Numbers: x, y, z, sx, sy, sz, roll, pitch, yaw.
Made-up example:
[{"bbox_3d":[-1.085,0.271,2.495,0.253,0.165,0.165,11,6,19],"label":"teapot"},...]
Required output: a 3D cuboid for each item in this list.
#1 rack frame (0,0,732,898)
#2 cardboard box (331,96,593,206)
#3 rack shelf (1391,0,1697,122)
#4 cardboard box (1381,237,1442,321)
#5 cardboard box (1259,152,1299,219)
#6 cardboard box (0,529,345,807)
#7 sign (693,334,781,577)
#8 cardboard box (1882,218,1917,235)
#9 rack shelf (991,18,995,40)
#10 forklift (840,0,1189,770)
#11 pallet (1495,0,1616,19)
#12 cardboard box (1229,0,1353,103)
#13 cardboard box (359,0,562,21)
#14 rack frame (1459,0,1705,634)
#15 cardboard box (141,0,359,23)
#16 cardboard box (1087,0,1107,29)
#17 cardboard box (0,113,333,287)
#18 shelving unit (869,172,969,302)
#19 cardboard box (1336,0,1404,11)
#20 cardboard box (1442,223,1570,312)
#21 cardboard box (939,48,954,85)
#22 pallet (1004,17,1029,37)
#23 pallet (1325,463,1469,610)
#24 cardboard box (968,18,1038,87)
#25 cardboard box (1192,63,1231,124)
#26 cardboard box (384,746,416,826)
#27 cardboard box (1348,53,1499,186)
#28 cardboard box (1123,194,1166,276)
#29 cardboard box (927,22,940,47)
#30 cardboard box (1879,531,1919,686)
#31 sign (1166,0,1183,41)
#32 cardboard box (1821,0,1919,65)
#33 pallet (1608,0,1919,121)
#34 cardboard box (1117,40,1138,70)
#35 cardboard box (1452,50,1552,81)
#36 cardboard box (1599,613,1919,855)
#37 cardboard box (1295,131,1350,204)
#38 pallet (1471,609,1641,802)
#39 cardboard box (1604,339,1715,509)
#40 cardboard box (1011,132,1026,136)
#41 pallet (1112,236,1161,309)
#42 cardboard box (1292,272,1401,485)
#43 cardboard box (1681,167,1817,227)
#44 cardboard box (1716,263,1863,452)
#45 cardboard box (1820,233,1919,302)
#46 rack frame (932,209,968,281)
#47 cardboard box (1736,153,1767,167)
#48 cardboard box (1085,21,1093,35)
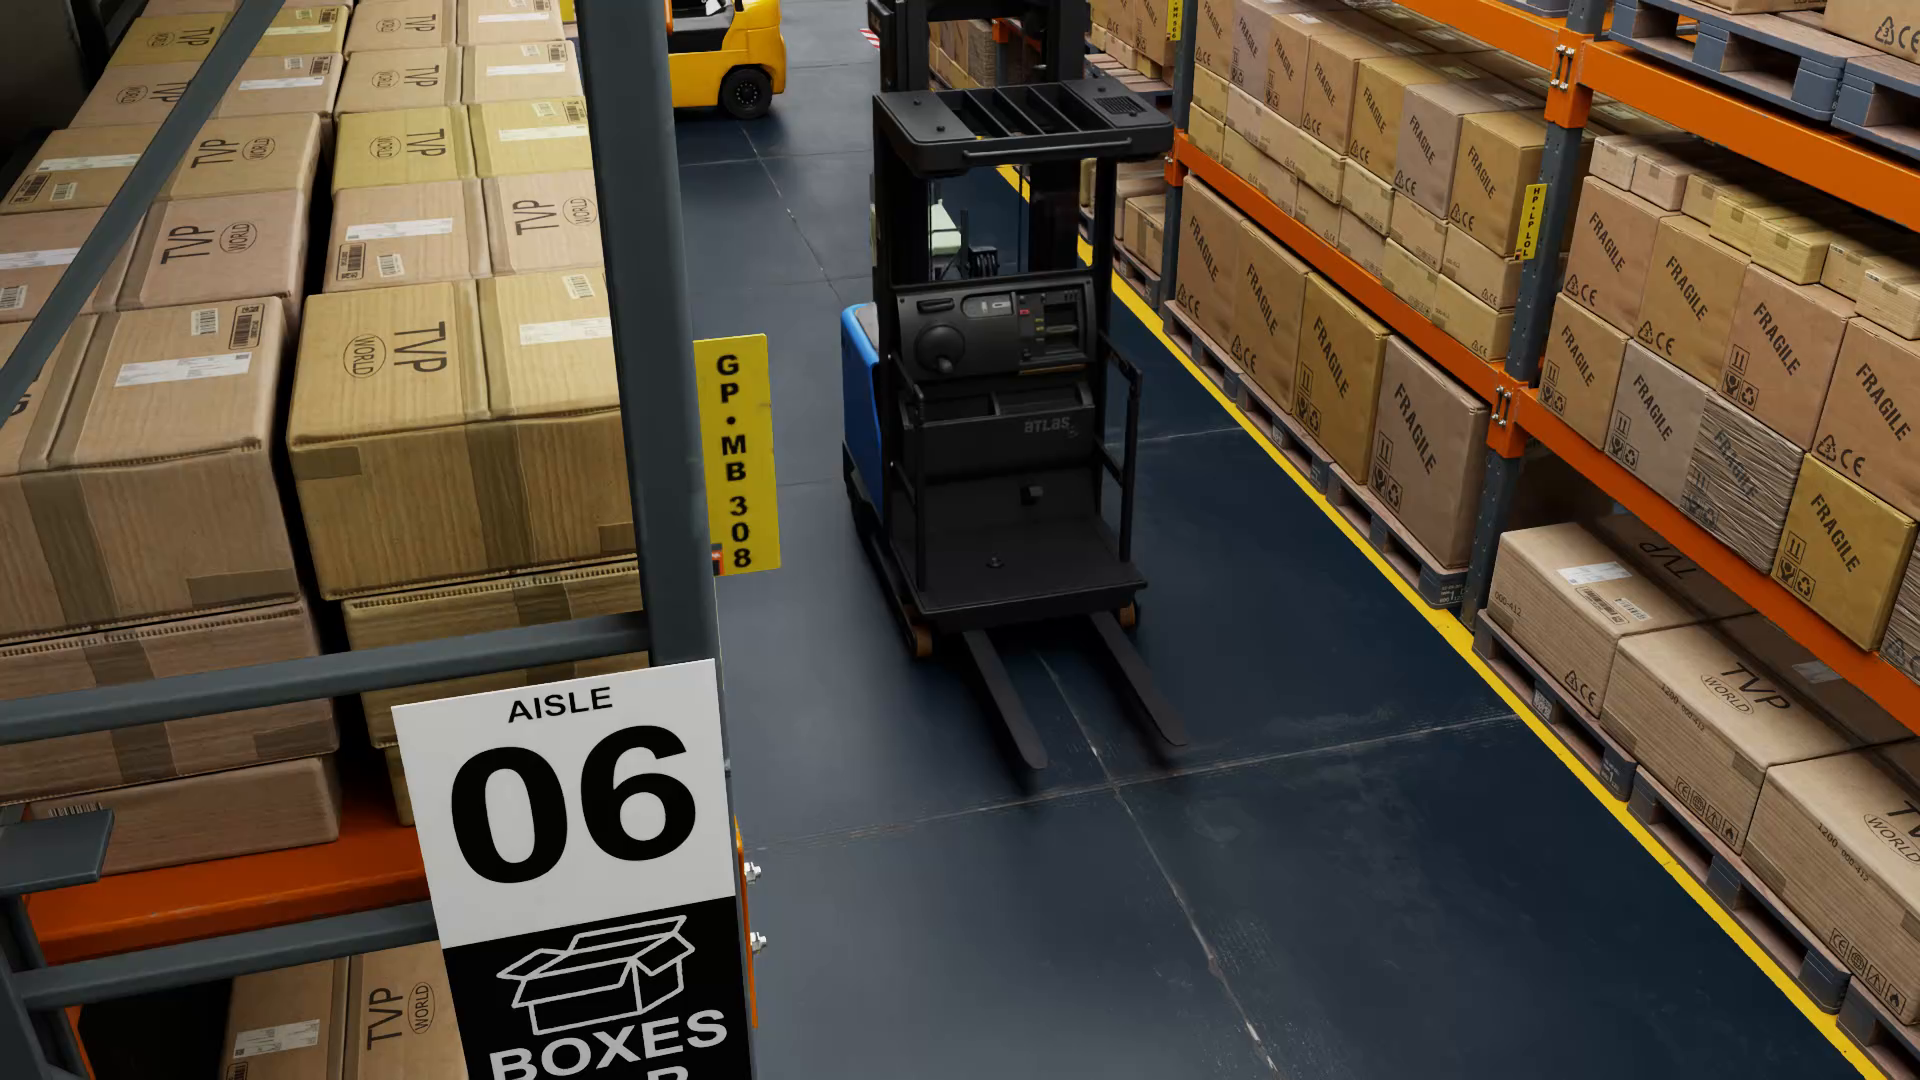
[{"bbox_3d":[-0.803,-0.947,1.403,1.000,3.000,0.127,-8,31,-13],"label":"rack frame"},{"bbox_3d":[-0.942,-0.665,3.265,0.500,0.250,0.500,-8,31,-14],"label":"cardboard box"},{"bbox_3d":[2.389,-2.897,8.484,1.077,0.370,4.000,-8,31,-13],"label":"rack shelf"},{"bbox_3d":[2.424,-1.308,8.166,0.500,0.250,0.500,-8,31,-14],"label":"cardboard box"},{"bbox_3d":[2.032,-2.042,9.432,0.500,0.250,0.500,-7,31,-12],"label":"cardboard box"},{"bbox_3d":[-1.184,0.109,2.426,0.500,0.250,0.500,-8,31,-14],"label":"cardboard box"},{"bbox_3d":[-0.280,-0.099,2.060,0.100,0.325,0.005,-8,31,-13],"label":"sign"},{"bbox_3d":[3.516,-1.095,5.902,0.380,0.149,0.250,-8,31,-14],"label":"cardboard box"},{"bbox_3d":[0.265,-5.463,15.911,1.077,0.370,4.000,-8,31,-13],"label":"rack shelf"},{"bbox_3d":[0.229,-0.926,7.424,1.130,2.935,3.031,-8,31,-13],"label":"forklift"},{"bbox_3d":[2.629,-2.596,7.437,0.805,0.209,1.217,-9,31,-15],"label":"pallet"},{"bbox_3d":[1.894,-2.843,9.570,0.500,0.500,0.500,-8,31,-13],"label":"cardboard box"},{"bbox_3d":[-1.356,-1.405,4.543,0.500,0.250,0.500,-8,31,-14],"label":"cardboard box"},{"bbox_3d":[2.920,-0.944,7.387,1.000,3.000,0.127,-8,31,-13],"label":"rack frame"},{"bbox_3d":[-1.855,-1.336,4.423,0.500,0.250,0.500,-9,31,-15],"label":"cardboard box"},{"bbox_3d":[1.186,-3.904,11.685,0.500,0.500,0.500,-10,32,-17],"label":"cardboard box"},{"bbox_3d":[-1.475,-0.605,3.161,0.500,0.250,0.500,-8,31,-13],"label":"cardboard box"},{"bbox_3d":[-0.232,-1.246,9.401,0.431,1.500,0.755,-6,30,-10],"label":"shelving unit"},{"bbox_3d":[2.392,-2.890,9.651,0.500,0.500,0.500,-7,31,-12],"label":"cardboard box"},{"bbox_3d":[2.568,-1.276,7.611,0.500,0.250,0.500,-8,31,-13],"label":"cardboard box"},{"bbox_3d":[0.099,-4.552,15.945,0.500,0.250,0.500,-7,31,-13],"label":"cardboard box"},{"bbox_3d":[0.859,-4.336,13.439,1.003,0.211,1.213,-8,31,-13],"label":"pallet"},{"bbox_3d":[2.642,-0.100,8.712,1.003,0.211,1.213,-8,31,-13],"label":"pallet"},{"bbox_3d":[0.381,-4.374,14.890,0.500,0.500,0.500,-8,31,-14],"label":"cardboard box"},{"bbox_3d":[1.754,-2.750,10.157,0.500,0.250,0.500,-8,31,-14],"label":"cardboard box"},{"bbox_3d":[-0.664,0.275,2.537,0.380,0.149,0.250,-7,31,-12],"label":"cardboard box"},{"bbox_3d":[2.299,-2.099,8.284,0.500,0.500,0.500,-7,31,-12],"label":"cardboard box"},{"bbox_3d":[1.718,-2.195,11.751,0.950,0.372,0.625,-10,32,-17],"label":"cardboard box"},{"bbox_3d":[-0.043,-5.123,16.184,0.500,0.500,0.500,-7,31,-12],"label":"cardboard box"},{"bbox_3d":[3.333,0.255,5.215,0.500,0.500,0.500,-7,31,-12],"label":"cardboard box"},{"bbox_3d":[1.337,-3.266,10.322,0.100,0.325,0.005,-8,31,-13],"label":"sign"},{"bbox_3d":[3.309,-1.865,5.361,0.797,0.503,0.637,-5,31,-9],"label":"cardboard box"},{"bbox_3d":[3.127,-1.807,5.973,1.003,0.211,1.213,-8,31,-13],"label":"pallet"},{"bbox_3d":[1.293,-3.312,11.309,0.380,0.149,0.250,-8,31,-14],"label":"cardboard box"},{"bbox_3d":[2.788,-2.155,8.382,0.500,0.500,0.500,-9,31,-15],"label":"cardboard box"},{"bbox_3d":[3.221,0.733,6.628,0.875,0.438,0.875,-9,31,-15],"label":"cardboard box"},{"bbox_3d":[2.133,-2.011,8.881,0.500,0.250,0.500,-7,31,-12],"label":"cardboard box"},{"bbox_3d":[3.046,0.640,7.433,1.003,0.211,1.213,-8,31,-13],"label":"pallet"},{"bbox_3d":[2.921,-0.482,6.489,0.500,0.500,0.500,-8,31,-13],"label":"cardboard box"},{"bbox_3d":[0.938,-3.599,14.178,0.950,0.372,0.625,-7,31,-13],"label":"cardboard box"},{"bbox_3d":[1.652,-2.047,12.076,1.003,0.211,1.213,-8,31,-13],"label":"pallet"},{"bbox_3d":[2.431,-0.930,9.065,0.875,0.875,0.875,-7,31,-12],"label":"cardboard box"},{"bbox_3d":[2.945,-1.274,6.212,0.380,0.149,0.250,-8,31,-14],"label":"cardboard box"},{"bbox_3d":[3.066,-0.664,5.805,0.500,0.500,0.500,-7,31,-12],"label":"cardboard box"},{"bbox_3d":[3.141,-0.904,5.571,0.380,0.149,0.250,-8,31,-13],"label":"cardboard box"},{"bbox_3d":[-0.156,-1.068,9.090,0.400,1.500,0.023,-6,30,-10],"label":"rack frame"},{"bbox_3d":[3.274,-1.453,6.520,0.380,0.149,0.250,-7,31,-12],"label":"cardboard box"},{"bbox_3d":[1.057,-3.814,12.177,0.380,0.149,0.250,-9,31,-15],"label":"cardboard box"}]
